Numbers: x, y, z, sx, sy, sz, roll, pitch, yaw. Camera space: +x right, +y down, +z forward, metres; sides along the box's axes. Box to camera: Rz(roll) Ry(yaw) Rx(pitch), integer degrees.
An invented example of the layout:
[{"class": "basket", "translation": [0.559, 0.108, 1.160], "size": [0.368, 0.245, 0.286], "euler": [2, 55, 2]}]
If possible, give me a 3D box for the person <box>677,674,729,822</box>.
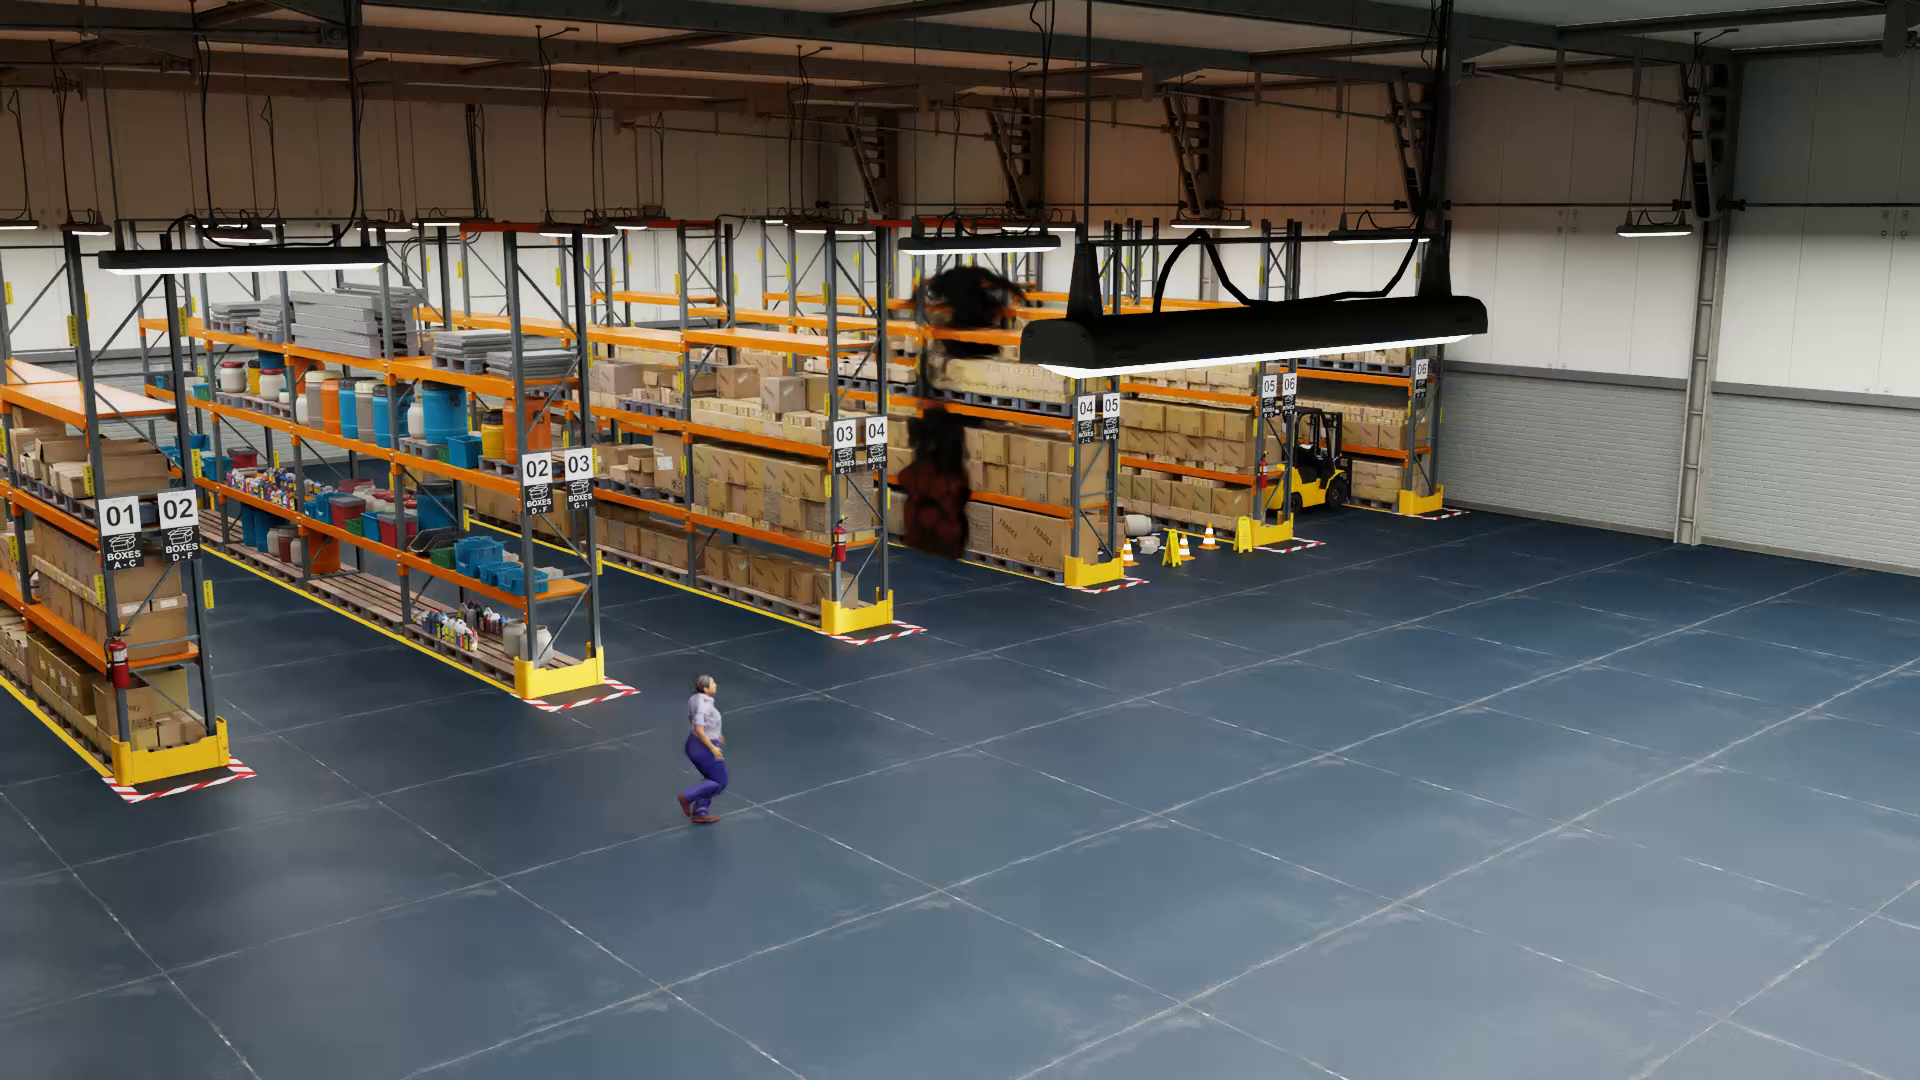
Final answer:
[{"class": "person", "translation": [-2.677, 2.171, 17.172], "size": [0.585, 1.586, 0.594], "euler": [-5, 12, -22]}]
